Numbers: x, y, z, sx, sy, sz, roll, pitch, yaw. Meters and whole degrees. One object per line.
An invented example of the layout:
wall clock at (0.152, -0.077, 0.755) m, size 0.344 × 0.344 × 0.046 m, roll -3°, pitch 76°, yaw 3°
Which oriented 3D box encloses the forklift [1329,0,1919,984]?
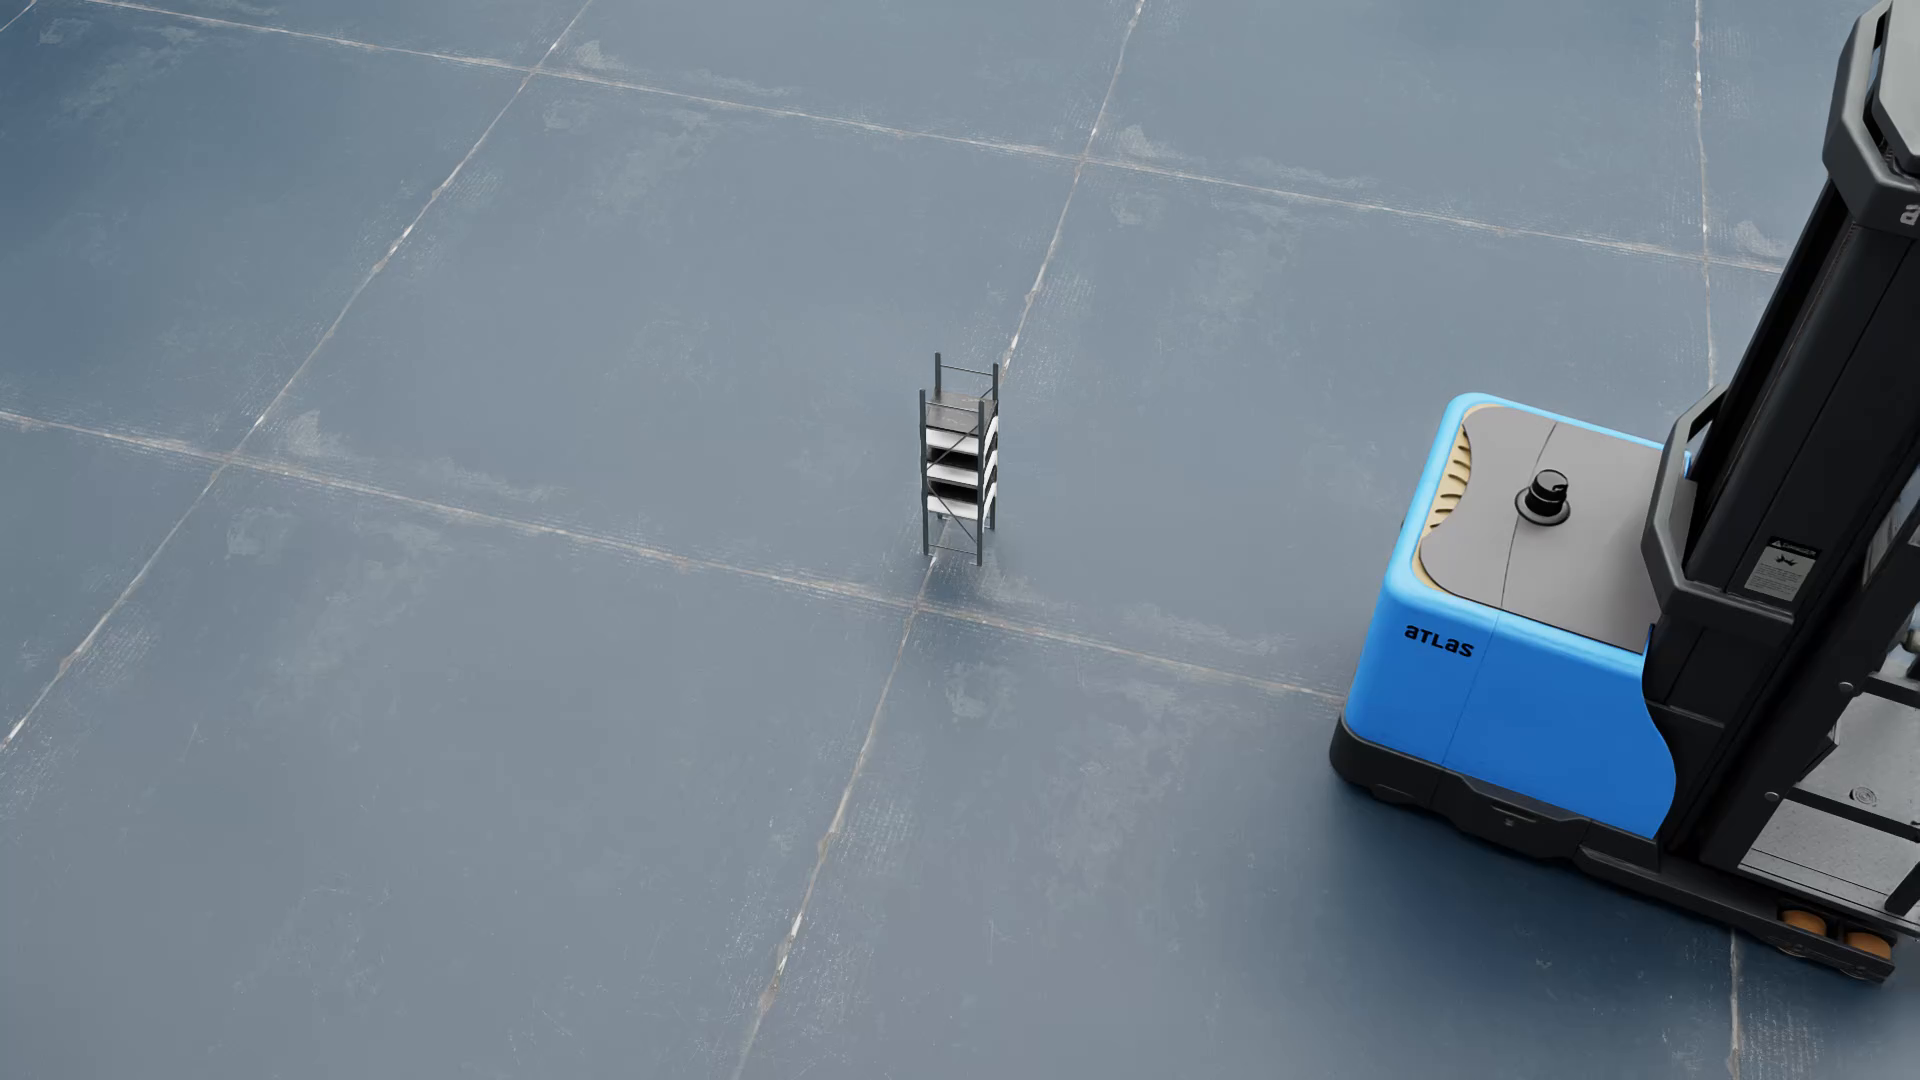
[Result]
forklift at (2.870, -0.001, 4.715) m, size 3.031 × 2.935 × 1.130 m, roll 19°, pitch 51°, yaw 16°

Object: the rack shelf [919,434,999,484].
rack shelf at (-0.002, -0.329, 6.284) m, size 0.258 × 0.077 × 0.200 m, roll 12°, pitch 50°, yaw 10°

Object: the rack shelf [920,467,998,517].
rack shelf at (-0.002, -0.210, 6.419) m, size 0.258 × 0.077 × 0.200 m, roll 12°, pitch 50°, yaw 10°

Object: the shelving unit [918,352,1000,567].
shelving unit at (-0.002, -0.292, 6.326) m, size 0.258 × 0.900 × 0.210 m, roll 12°, pitch 50°, yaw 10°

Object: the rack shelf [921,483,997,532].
rack shelf at (-0.002, -0.151, 6.486) m, size 0.258 × 0.077 × 0.200 m, roll 12°, pitch 50°, yaw 10°

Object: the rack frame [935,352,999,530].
rack frame at (0.025, -0.365, 6.391) m, size 0.240 × 0.900 × 0.006 m, roll 12°, pitch 50°, yaw 10°

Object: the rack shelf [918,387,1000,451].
rack shelf at (-0.002, -0.449, 6.149) m, size 0.258 × 0.077 × 0.200 m, roll 12°, pitch 50°, yaw 10°

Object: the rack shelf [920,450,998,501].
rack shelf at (-0.002, -0.270, 6.351) m, size 0.258 × 0.077 × 0.200 m, roll 12°, pitch 50°, yaw 10°

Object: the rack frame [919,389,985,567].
rack frame at (-0.029, -0.218, 6.261) m, size 0.240 × 0.900 × 0.006 m, roll 12°, pitch 50°, yaw 10°

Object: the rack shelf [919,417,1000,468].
rack shelf at (-0.002, -0.389, 6.216) m, size 0.258 × 0.077 × 0.200 m, roll 12°, pitch 50°, yaw 10°
